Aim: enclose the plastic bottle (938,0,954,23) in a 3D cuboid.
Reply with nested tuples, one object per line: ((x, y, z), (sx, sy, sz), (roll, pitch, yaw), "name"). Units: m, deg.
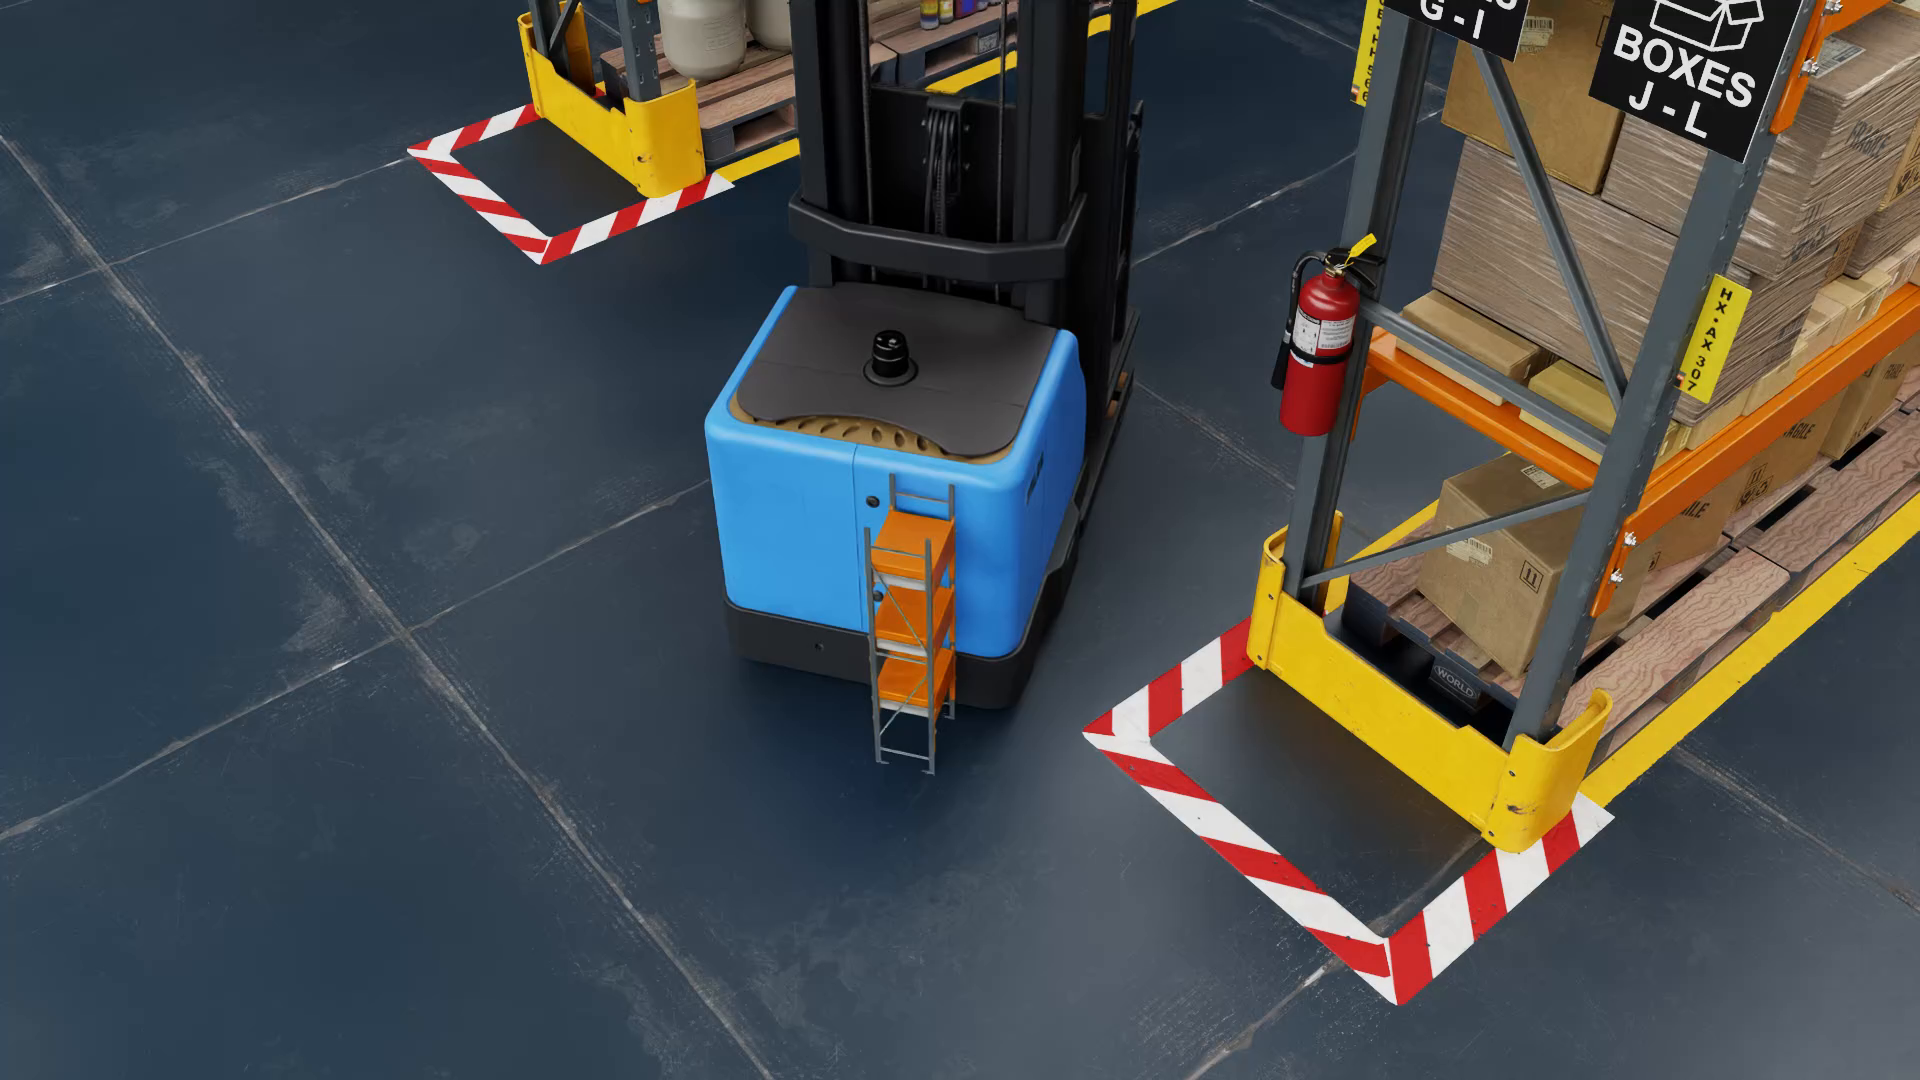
((-0.082, -2.862, 8.829), (0.097, 0.201, 0.097), (0, 43, 0), "plastic bottle")

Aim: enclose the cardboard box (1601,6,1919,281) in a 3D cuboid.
((2.023, -1.051, 4.157), (0.500, 0.500, 0.500), (-30, 51, -28), "cardboard box")

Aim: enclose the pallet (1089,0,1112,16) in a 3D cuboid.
((0.774, -3.511, 9.834), (1.213, 0.211, 1.003), (-30, 51, -28), "pallet")

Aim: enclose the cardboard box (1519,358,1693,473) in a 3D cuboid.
((1.797, -0.351, 4.617), (0.250, 0.149, 0.380), (-30, 51, -28), "cardboard box")

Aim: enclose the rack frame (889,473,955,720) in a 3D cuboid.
((-0.113, 0.203, 5.266), (0.200, 1.050, 0.008), (11, 44, 11), "rack frame")

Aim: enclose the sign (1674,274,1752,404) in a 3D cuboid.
((1.774, -0.474, 3.931), (0.005, 0.325, 0.100), (-30, 51, -28), "sign")

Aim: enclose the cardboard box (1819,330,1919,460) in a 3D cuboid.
((3.301, -0.718, 6.342), (0.500, 0.500, 0.500), (34, 53, 31), "cardboard box")

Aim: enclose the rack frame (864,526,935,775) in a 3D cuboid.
((-0.178, 0.364, 5.095), (0.200, 1.050, 0.008), (11, 44, 11), "rack frame")

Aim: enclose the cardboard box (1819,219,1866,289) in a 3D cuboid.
((2.172, -1.098, 4.937), (0.500, 0.500, 0.875), (-30, 51, -28), "cardboard box")

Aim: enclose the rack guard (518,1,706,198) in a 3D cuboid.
((-1.724, -2.191, 8.217), (0.348, 0.500, 1.175), (-30, 51, -28), "rack guard")

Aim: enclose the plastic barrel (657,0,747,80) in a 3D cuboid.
((-1.296, -2.619, 8.358), (0.421, 0.512, 0.421), (0, 43, 0), "plastic barrel")

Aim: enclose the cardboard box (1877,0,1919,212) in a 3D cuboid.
((2.411, -1.267, 4.387), (0.500, 0.500, 0.500), (-30, 51, -28), "cardboard box")

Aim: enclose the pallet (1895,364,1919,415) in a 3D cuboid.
((4.001, -0.870, 7.022), (1.213, 0.211, 1.003), (-30, 51, -28), "pallet")

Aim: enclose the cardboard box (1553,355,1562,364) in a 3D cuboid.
((1.704, -0.694, 4.982), (0.250, 0.149, 0.380), (-30, 51, -28), "cardboard box")

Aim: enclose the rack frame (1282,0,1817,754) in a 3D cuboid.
((1.426, -0.443, 4.531), (0.127, 3.000, 1.000), (-30, 51, -28), "rack frame")

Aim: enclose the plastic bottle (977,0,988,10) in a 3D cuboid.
((0.102, -2.993, 8.917), (0.097, 0.271, 0.097), (0, 43, 0), "plastic bottle")

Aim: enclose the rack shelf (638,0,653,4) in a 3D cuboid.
((-0.218, -3.660, 8.481), (4.000, 0.370, 1.077), (-30, 51, -28), "rack shelf")

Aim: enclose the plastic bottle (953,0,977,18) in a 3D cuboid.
((0.024, -2.937, 8.848), (0.133, 0.283, 0.061), (-29, 50, -27), "plastic bottle")

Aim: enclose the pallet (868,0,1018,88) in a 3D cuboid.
((-0.162, -2.972, 9.261), (1.213, 0.211, 1.003), (-30, 51, -28), "pallet")

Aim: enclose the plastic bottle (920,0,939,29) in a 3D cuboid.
((-0.161, -2.842, 8.757), (0.097, 0.271, 0.097), (0, 43, 0), "plastic bottle")

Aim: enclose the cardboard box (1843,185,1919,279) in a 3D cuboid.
((2.583, -1.294, 5.147), (0.500, 0.500, 0.875), (-30, 51, -28), "cardboard box")

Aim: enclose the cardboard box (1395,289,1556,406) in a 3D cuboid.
((1.512, -0.585, 4.865), (0.250, 0.149, 0.380), (-30, 51, -28), "cardboard box")

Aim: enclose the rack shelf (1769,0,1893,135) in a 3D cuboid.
((2.960, -2.153, 4.685), (4.000, 0.370, 1.077), (-30, 51, -28), "rack shelf")

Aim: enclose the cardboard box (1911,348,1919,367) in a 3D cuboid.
((3.727, -1.032, 6.676), (0.500, 0.500, 0.500), (-15, 45, -16), "cardboard box")

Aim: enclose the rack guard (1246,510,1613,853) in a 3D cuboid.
((1.484, 0.435, 5.422), (0.348, 0.500, 1.175), (-30, 51, -28), "rack guard")

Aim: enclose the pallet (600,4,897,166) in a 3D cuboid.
((-1.097, -2.439, 8.693), (1.213, 0.211, 1.003), (-30, 51, -28), "pallet")

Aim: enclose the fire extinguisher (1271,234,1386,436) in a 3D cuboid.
((1.042, -0.606, 4.761), (0.183, 0.674, 0.296), (-30, 51, -28), "fire extinguisher")

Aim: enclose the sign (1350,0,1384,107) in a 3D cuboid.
((1.085, -1.280, 4.346), (0.005, 0.325, 0.100), (-30, 51, -28), "sign")

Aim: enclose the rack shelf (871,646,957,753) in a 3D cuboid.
((-0.146, 0.494, 5.378), (0.215, 0.259, 0.240), (11, 44, 11), "rack shelf")

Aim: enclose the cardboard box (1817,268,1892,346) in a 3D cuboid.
((2.578, -0.780, 5.073), (0.250, 0.149, 0.380), (-30, 51, -28), "cardboard box")

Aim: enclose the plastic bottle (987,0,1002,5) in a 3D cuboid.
((0.178, -3.037, 8.964), (0.097, 0.271, 0.097), (0, 43, 0), "plastic bottle")

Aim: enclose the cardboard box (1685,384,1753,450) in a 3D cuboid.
((2.001, -0.451, 4.723), (0.250, 0.149, 0.380), (-30, 51, -28), "cardboard box")

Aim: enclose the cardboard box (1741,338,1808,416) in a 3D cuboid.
((2.203, -0.553, 4.831), (0.250, 0.149, 0.380), (-30, 51, -28), "cardboard box")

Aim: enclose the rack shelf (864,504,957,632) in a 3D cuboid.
((-0.146, 0.085, 4.994), (0.215, 0.259, 0.240), (11, 44, 11), "rack shelf")

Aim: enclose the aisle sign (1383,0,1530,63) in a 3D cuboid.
((1.186, -1.521, 3.779), (0.004, 0.787, 0.394), (-30, 51, -28), "aisle sign")

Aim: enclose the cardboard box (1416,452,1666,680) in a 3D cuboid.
((1.916, 0.050, 5.525), (0.500, 0.500, 0.500), (-21, 47, -21), "cardboard box")

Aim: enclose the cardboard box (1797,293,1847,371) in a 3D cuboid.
((2.381, -0.674, 4.960), (0.250, 0.149, 0.380), (-30, 51, -28), "cardboard box")

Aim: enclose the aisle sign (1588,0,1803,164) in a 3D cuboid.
((1.571, -1.206, 3.444), (0.004, 0.787, 0.394), (-30, 51, -28), "aisle sign")

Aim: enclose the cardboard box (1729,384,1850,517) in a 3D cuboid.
((2.844, -0.496, 6.106), (0.500, 0.500, 0.500), (-25, 49, -24), "cardboard box")

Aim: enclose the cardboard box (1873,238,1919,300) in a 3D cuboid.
((2.752, -0.904, 5.205), (0.250, 0.149, 0.380), (-30, 51, -28), "cardboard box")

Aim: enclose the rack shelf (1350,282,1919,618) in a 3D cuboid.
((2.960, -1.059, 5.712), (4.000, 0.370, 1.077), (-30, 51, -28), "rack shelf")

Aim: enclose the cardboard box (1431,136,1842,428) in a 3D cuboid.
((1.865, -0.815, 4.636), (0.500, 0.500, 0.875), (-30, 51, -28), "cardboard box")

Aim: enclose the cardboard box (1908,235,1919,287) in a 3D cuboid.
((3.010, -0.959, 5.264), (0.250, 0.149, 0.380), (-30, 51, -28), "cardboard box")

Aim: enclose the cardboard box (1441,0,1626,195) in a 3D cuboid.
((1.689, -1.324, 4.448), (0.500, 0.500, 0.500), (-30, 51, -28), "cardboard box")

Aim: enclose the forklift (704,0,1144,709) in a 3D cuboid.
((0.083, -1.529, 5.737), (1.130, 2.935, 3.031), (11, 44, 11), "forklift")

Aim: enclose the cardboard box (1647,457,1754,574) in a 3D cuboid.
((2.352, -0.231, 5.824), (0.500, 0.500, 0.500), (-17, 46, -18), "cardboard box")

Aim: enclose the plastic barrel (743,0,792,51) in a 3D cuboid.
((-0.912, -2.839, 8.593), (0.421, 0.512, 0.421), (0, 43, 0), "plastic barrel")

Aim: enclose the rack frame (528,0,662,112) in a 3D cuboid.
((-1.752, -3.044, 7.300), (0.127, 3.000, 1.000), (-30, 51, -28), "rack frame")

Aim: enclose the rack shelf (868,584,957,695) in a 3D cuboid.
((-0.146, 0.292, 5.188), (0.215, 0.259, 0.240), (11, 44, 11), "rack shelf")

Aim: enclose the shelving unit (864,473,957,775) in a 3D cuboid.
((-0.146, 0.284, 5.181), (0.215, 1.050, 0.252), (11, 44, 11), "shelving unit")

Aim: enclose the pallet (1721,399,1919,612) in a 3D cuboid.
((3.065, -0.331, 6.448), (1.213, 0.211, 1.003), (-30, 51, -28), "pallet")

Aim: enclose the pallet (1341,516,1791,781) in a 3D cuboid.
((2.130, 0.202, 5.881), (1.213, 0.211, 1.003), (-30, 51, -28), "pallet")
